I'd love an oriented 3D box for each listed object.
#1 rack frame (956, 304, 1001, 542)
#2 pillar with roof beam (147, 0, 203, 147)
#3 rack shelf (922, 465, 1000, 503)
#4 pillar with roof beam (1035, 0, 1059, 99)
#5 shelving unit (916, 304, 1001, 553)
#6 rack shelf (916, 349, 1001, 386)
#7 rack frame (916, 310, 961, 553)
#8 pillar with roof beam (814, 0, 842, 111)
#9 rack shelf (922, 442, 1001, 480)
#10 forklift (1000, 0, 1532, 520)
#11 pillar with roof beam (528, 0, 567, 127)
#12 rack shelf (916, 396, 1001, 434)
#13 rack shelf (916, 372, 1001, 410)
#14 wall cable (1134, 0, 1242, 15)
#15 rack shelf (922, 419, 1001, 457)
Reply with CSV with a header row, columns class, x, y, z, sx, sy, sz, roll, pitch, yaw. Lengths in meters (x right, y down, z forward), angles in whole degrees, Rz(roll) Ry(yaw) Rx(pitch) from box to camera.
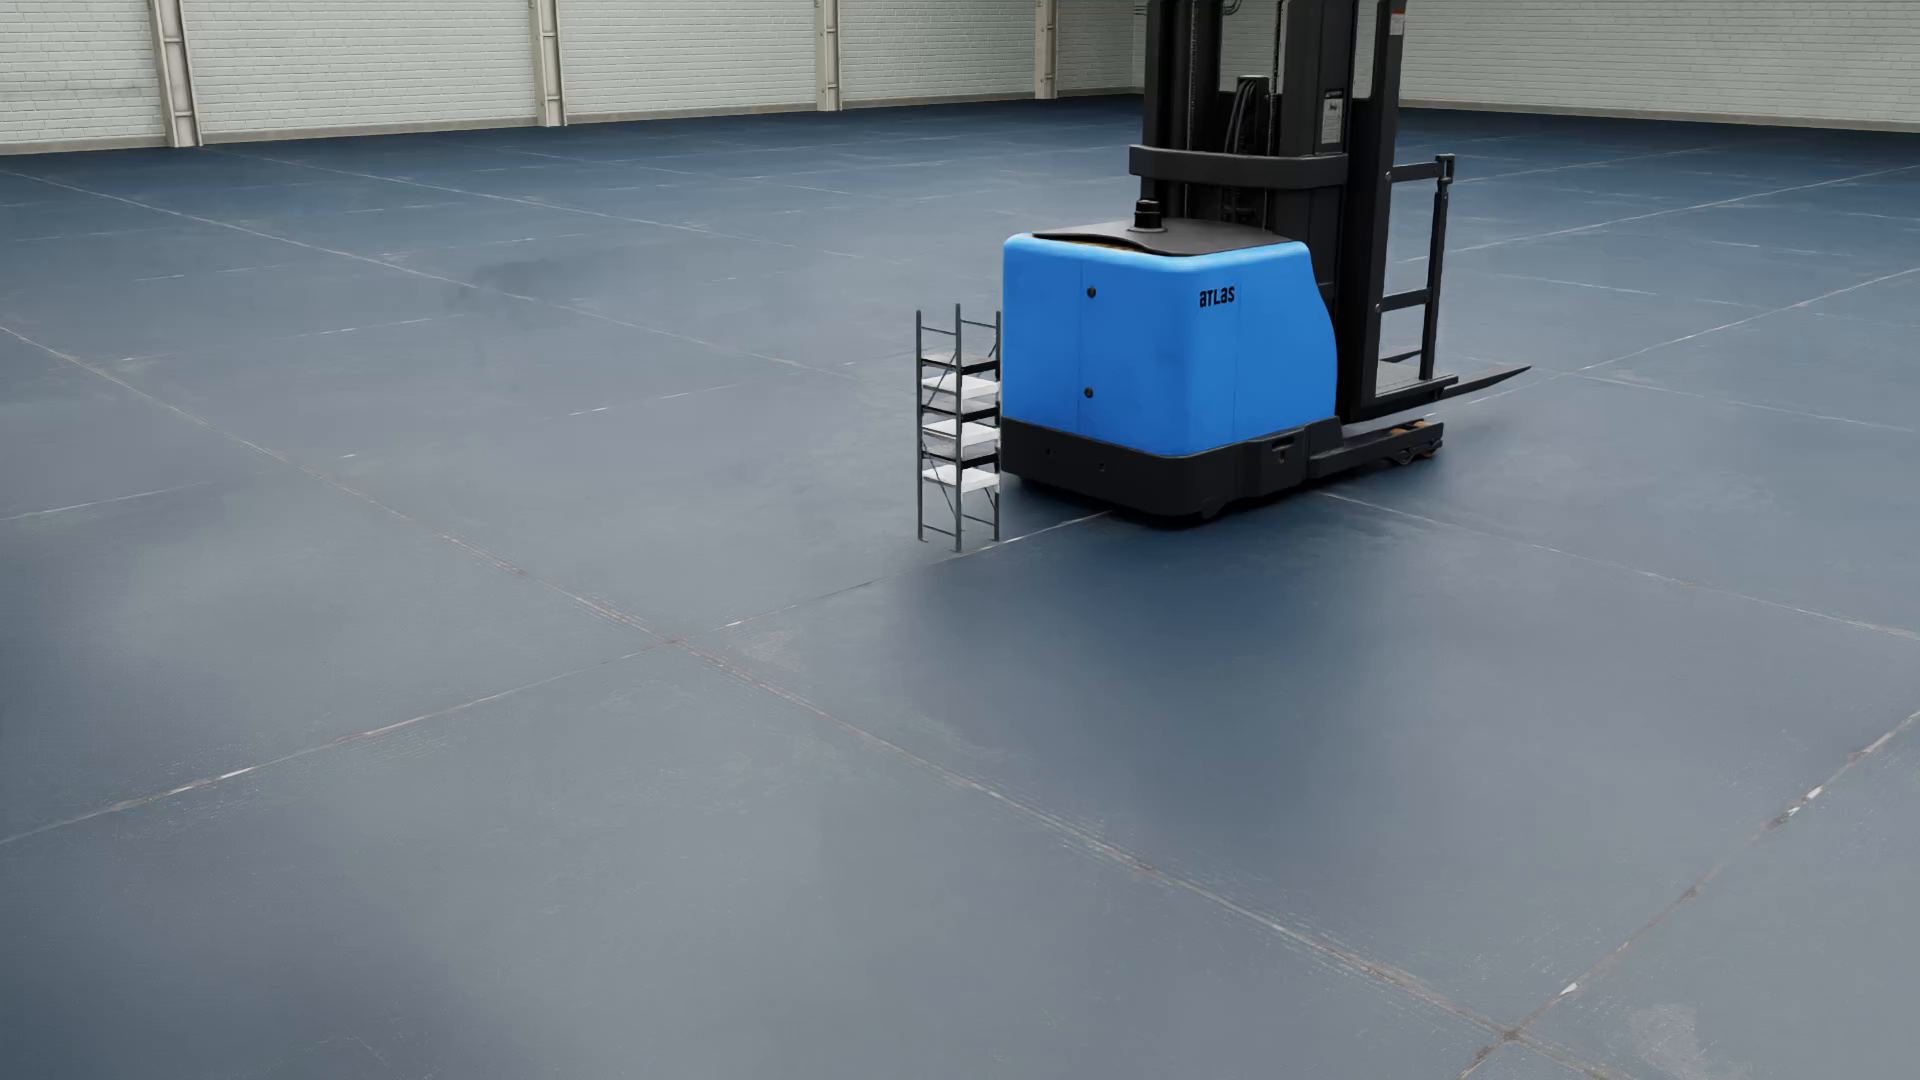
class,x,y,z,sx,sy,sz,roll,pitch,yaw
rack frame,0.068,-0.448,6.407,0.006,0.900,0.240,-16,24,-41
pillar with roof beam,-8.272,-9.028,19.739,0.400,9.000,9.100,-16,24,-41
rack shelf,-0.006,-0.223,6.406,0.200,0.077,0.258,-16,24,-41
pillar with roof beam,4.807,-12.842,31.503,0.400,9.000,9.100,-16,24,-41
shelving unit,-0.006,-0.426,6.341,0.210,0.900,0.258,-16,24,-41
rack shelf,-0.006,-0.651,6.268,0.200,0.077,0.258,-16,24,-41
rack frame,-0.080,-0.405,6.274,0.006,0.900,0.240,-16,24,-41
pillar with roof beam,0.447,-11.571,27.582,0.400,9.000,9.100,-16,24,-41
rack shelf,-0.006,-0.309,6.379,0.200,0.077,0.258,-16,24,-41
forklift,1.591,-1.839,7.404,3.031,2.935,1.130,-16,24,-40
pillar with roof beam,-3.912,-10.300,23.661,0.400,9.000,9.100,-16,24,-41
rack shelf,-0.006,-0.480,6.323,0.200,0.077,0.258,-16,24,-41
rack shelf,-0.006,-0.566,6.295,0.200,0.077,0.258,-16,24,-41
wall cable,4.898,-12.658,35.969,0.112,2.526,3.097,-16,24,-41
rack shelf,-0.006,-0.395,6.351,0.200,0.077,0.258,-16,24,-41
